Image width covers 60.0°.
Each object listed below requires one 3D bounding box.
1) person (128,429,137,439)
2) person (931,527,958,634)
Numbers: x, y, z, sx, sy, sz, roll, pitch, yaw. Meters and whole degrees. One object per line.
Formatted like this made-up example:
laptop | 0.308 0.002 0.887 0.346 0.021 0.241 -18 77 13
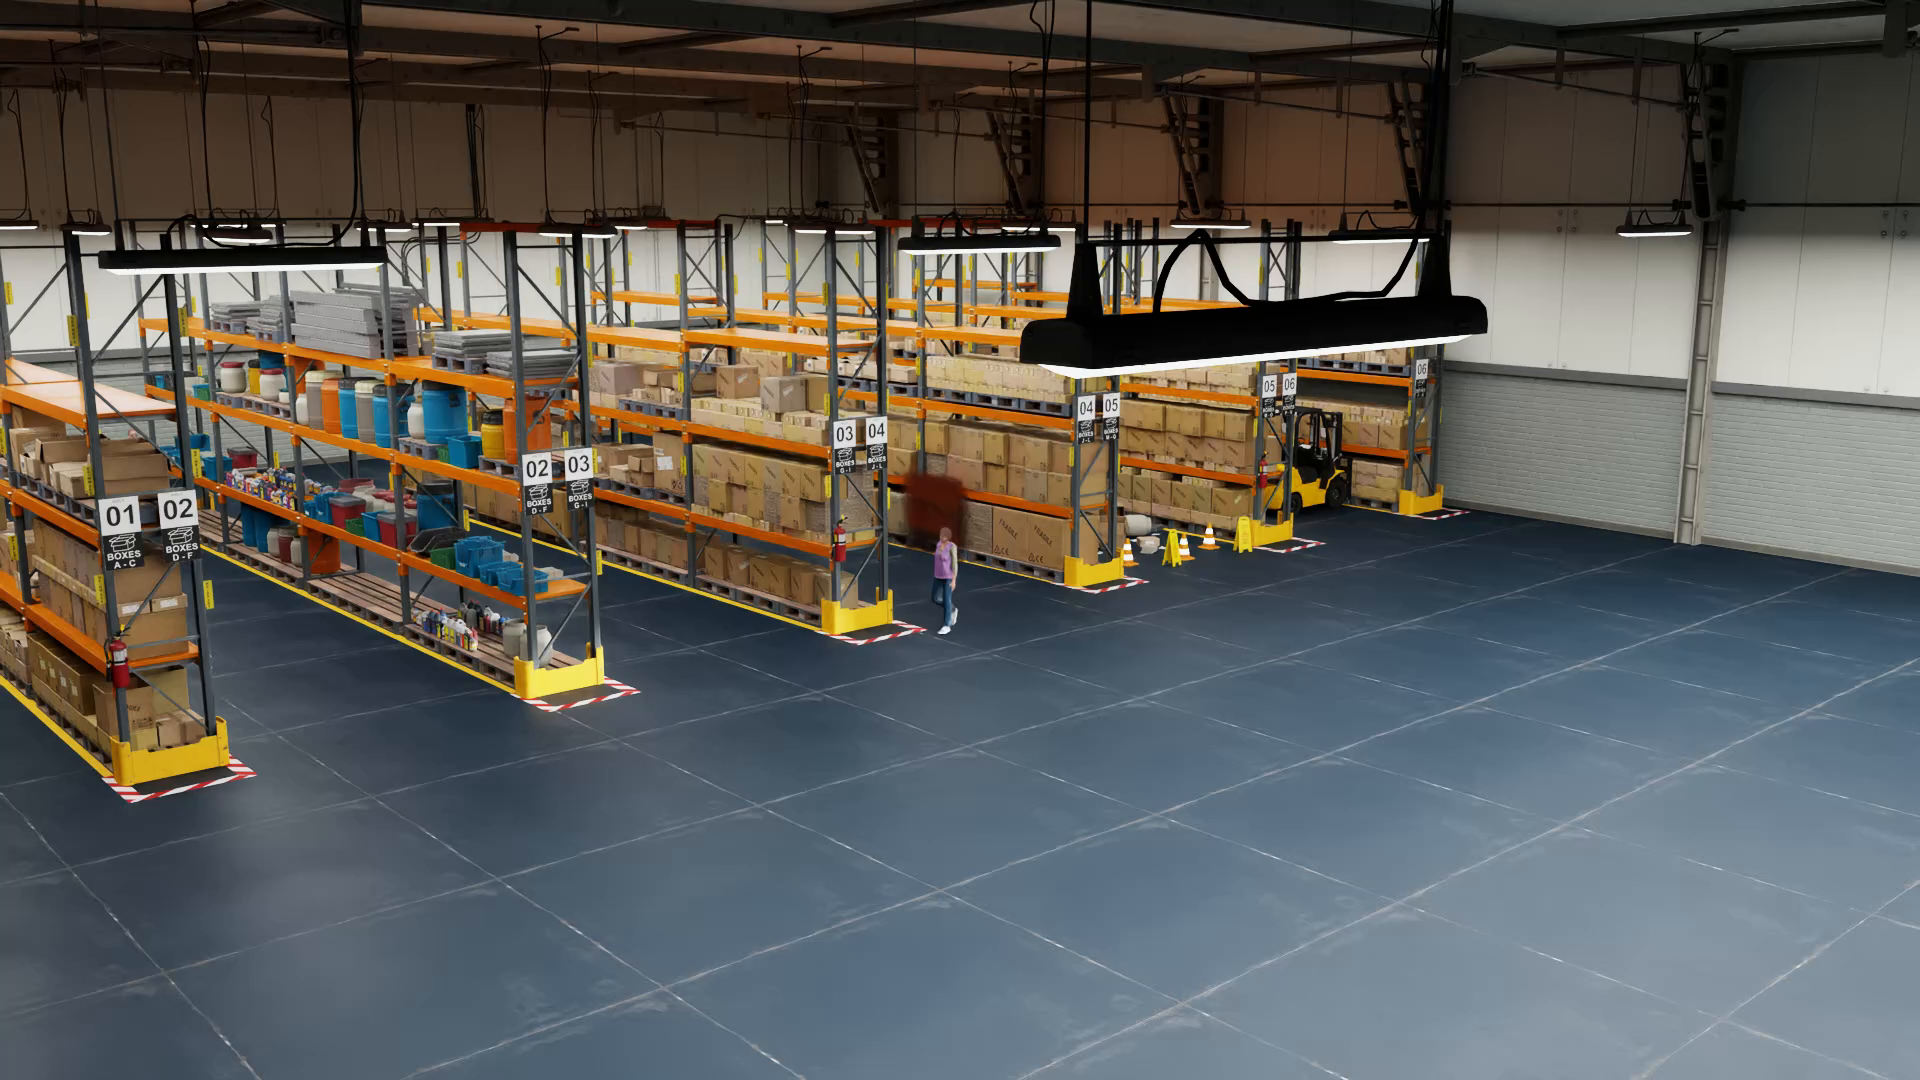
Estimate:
person | -17.382 -1.469 35.028 0.512 1.556 1.114 -1 12 -7
person | -0.200 0.580 24.932 0.459 1.594 0.589 10 15 41
